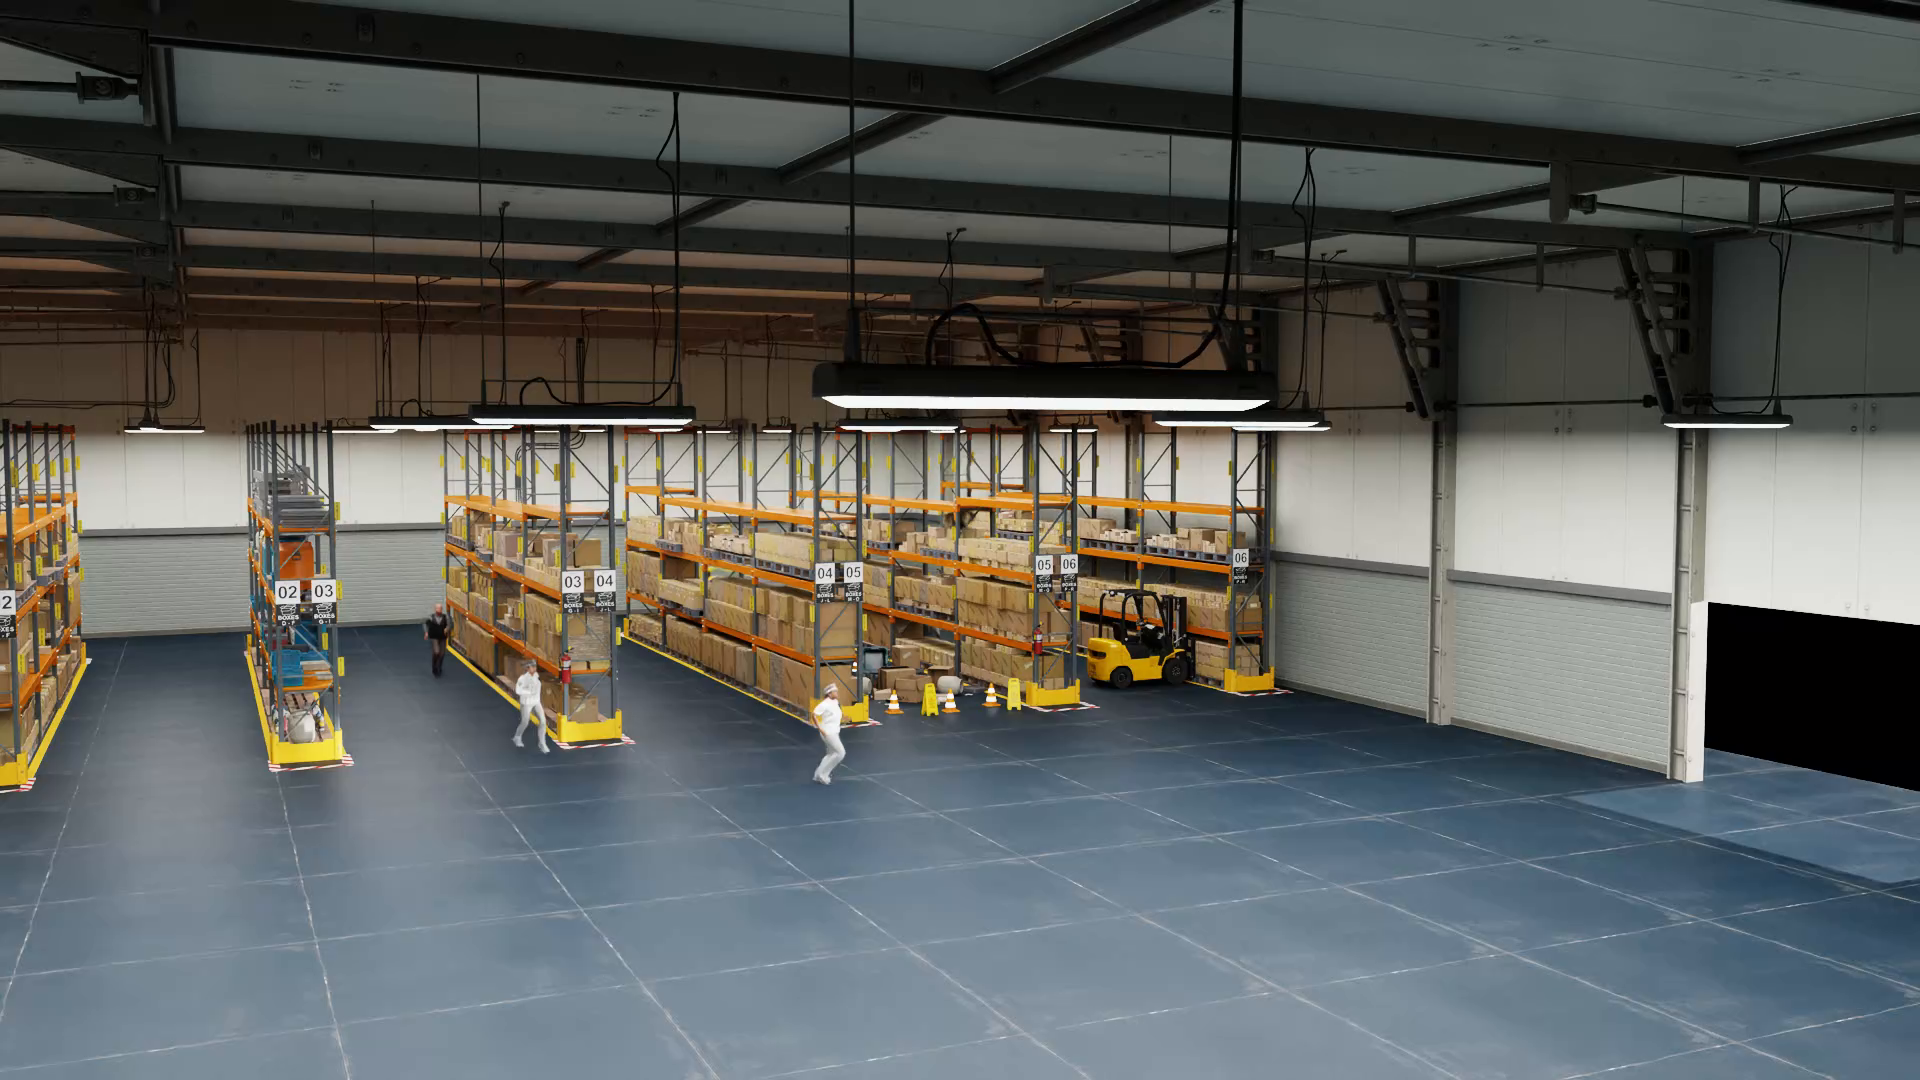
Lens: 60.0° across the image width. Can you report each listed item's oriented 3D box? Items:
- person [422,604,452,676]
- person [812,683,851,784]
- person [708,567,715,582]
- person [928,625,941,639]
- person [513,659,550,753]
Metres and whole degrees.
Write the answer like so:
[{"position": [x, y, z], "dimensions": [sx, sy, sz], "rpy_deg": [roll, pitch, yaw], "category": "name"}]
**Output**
[{"position": [-12.471, 2.383, 39.756], "dimensions": [0.626, 1.715, 0.778], "rpy_deg": [-2, 4, -31], "category": "person"}, {"position": [-2.117, 3.178, 27.335], "dimensions": [0.638, 1.658, 0.574], "rpy_deg": [1, 4, 16], "category": "person"}, {"position": [-7.576, 1.703, 49.922], "dimensions": [0.972, 1.765, 0.699], "rpy_deg": [-3, 4, -35], "category": "person"}, {"position": [-0.737, 1.961, 46.085], "dimensions": [0.678, 1.774, 1.010], "rpy_deg": [-2, 4, -23], "category": "person"}, {"position": [-7.823, 3.002, 30.201], "dimensions": [0.863, 1.724, 0.638], "rpy_deg": [3, 5, 39], "category": "person"}]
